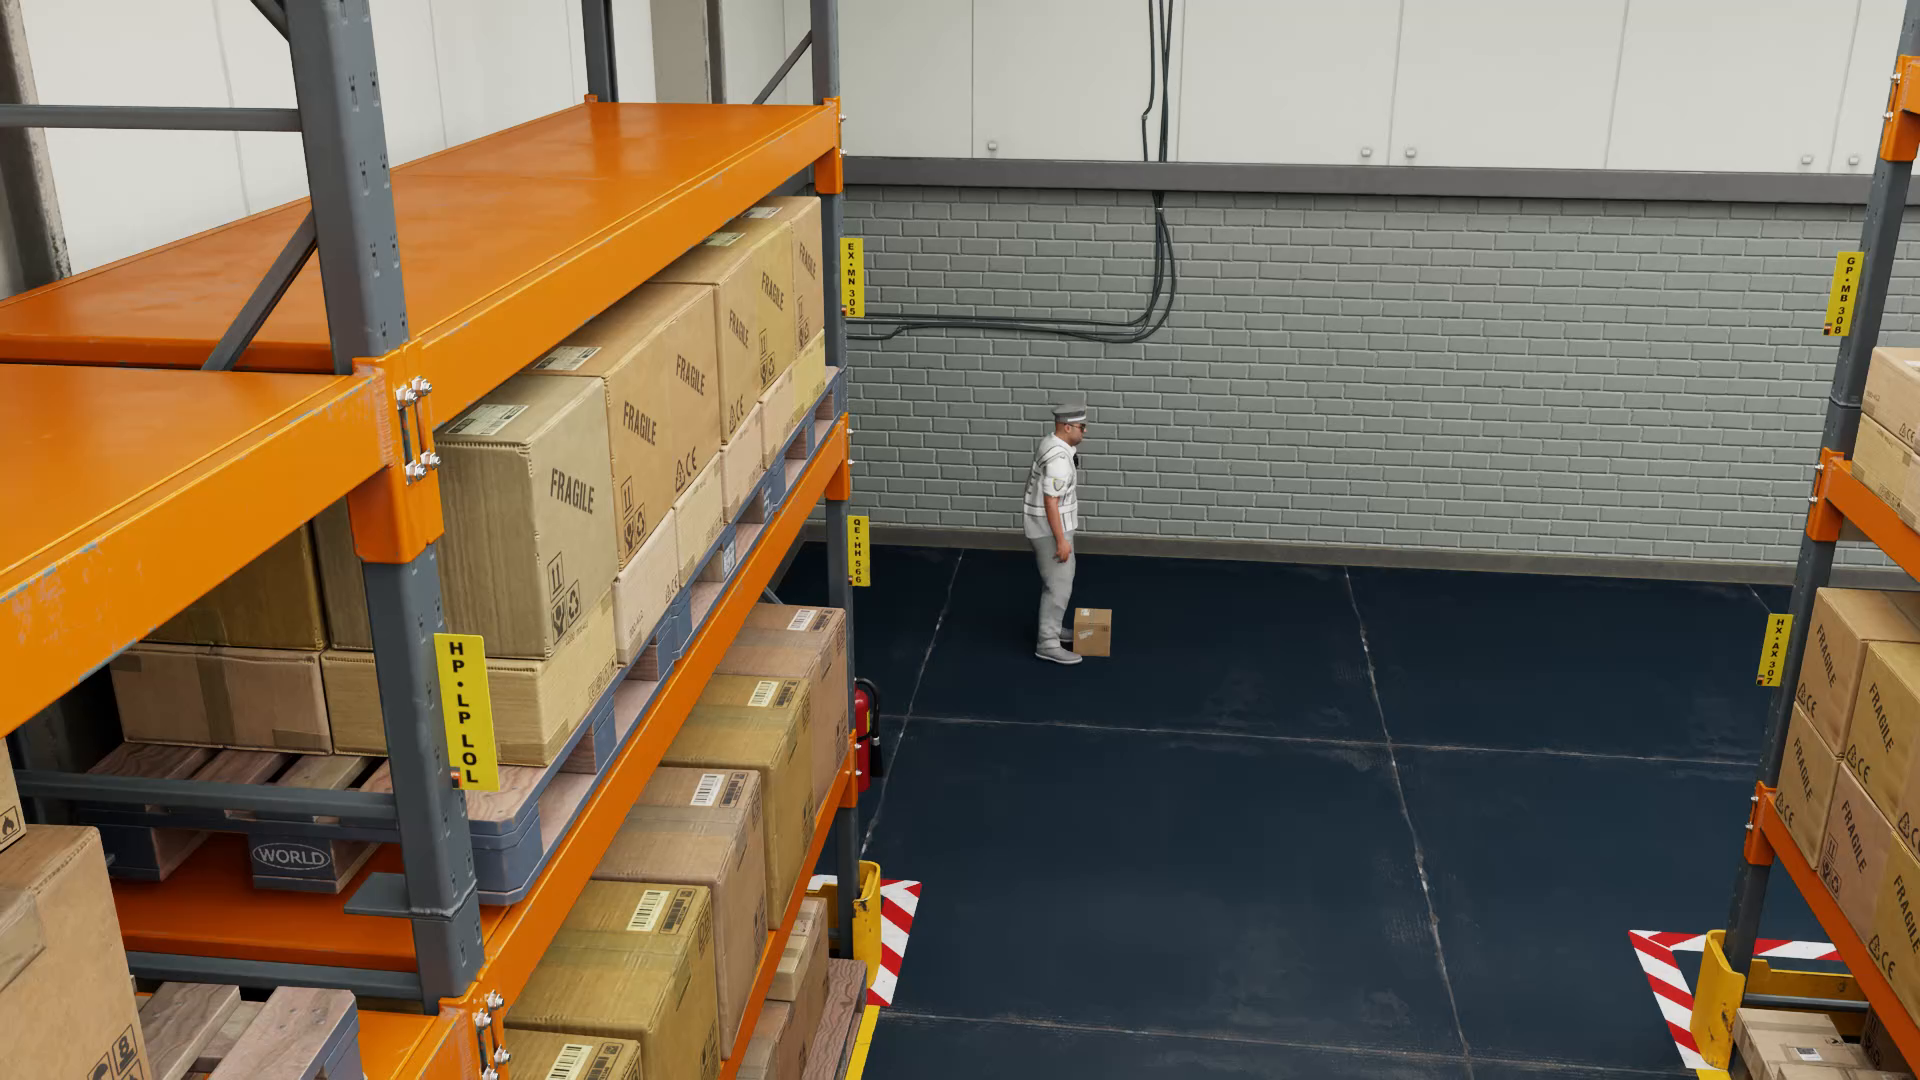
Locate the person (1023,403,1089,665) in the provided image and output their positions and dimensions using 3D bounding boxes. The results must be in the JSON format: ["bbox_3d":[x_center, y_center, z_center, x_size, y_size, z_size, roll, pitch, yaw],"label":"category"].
[{"bbox_3d":[0.644,-0.072,11.262,0.442,1.745,0.606,1,21,3],"label":"person"}]
